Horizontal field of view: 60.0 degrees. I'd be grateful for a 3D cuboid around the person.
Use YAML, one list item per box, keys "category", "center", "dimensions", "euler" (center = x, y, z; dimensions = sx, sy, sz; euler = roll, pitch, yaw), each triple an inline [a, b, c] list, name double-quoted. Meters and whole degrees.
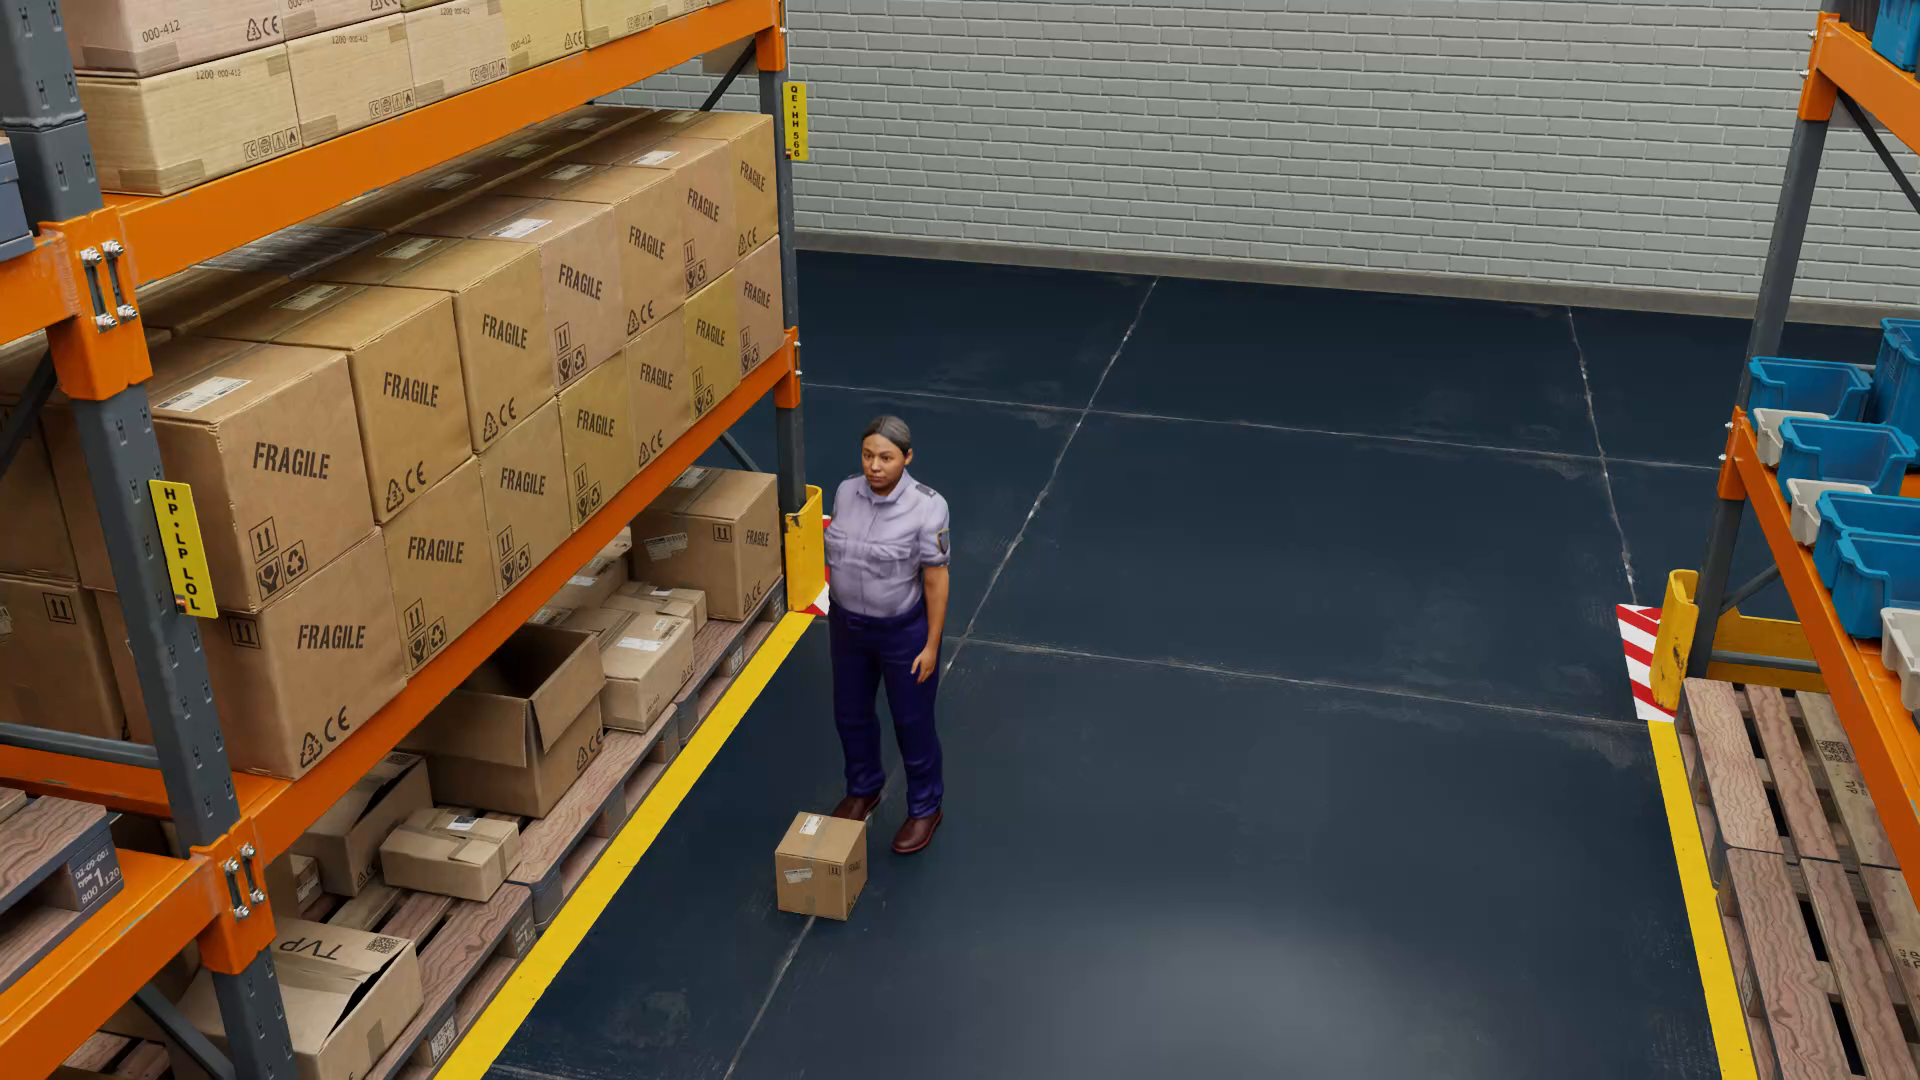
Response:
- category: "person"
  center: [-0.261, 0.338, 5.923]
  dimensions: [0.467, 1.649, 0.343]
  euler: [13, 28, 25]
